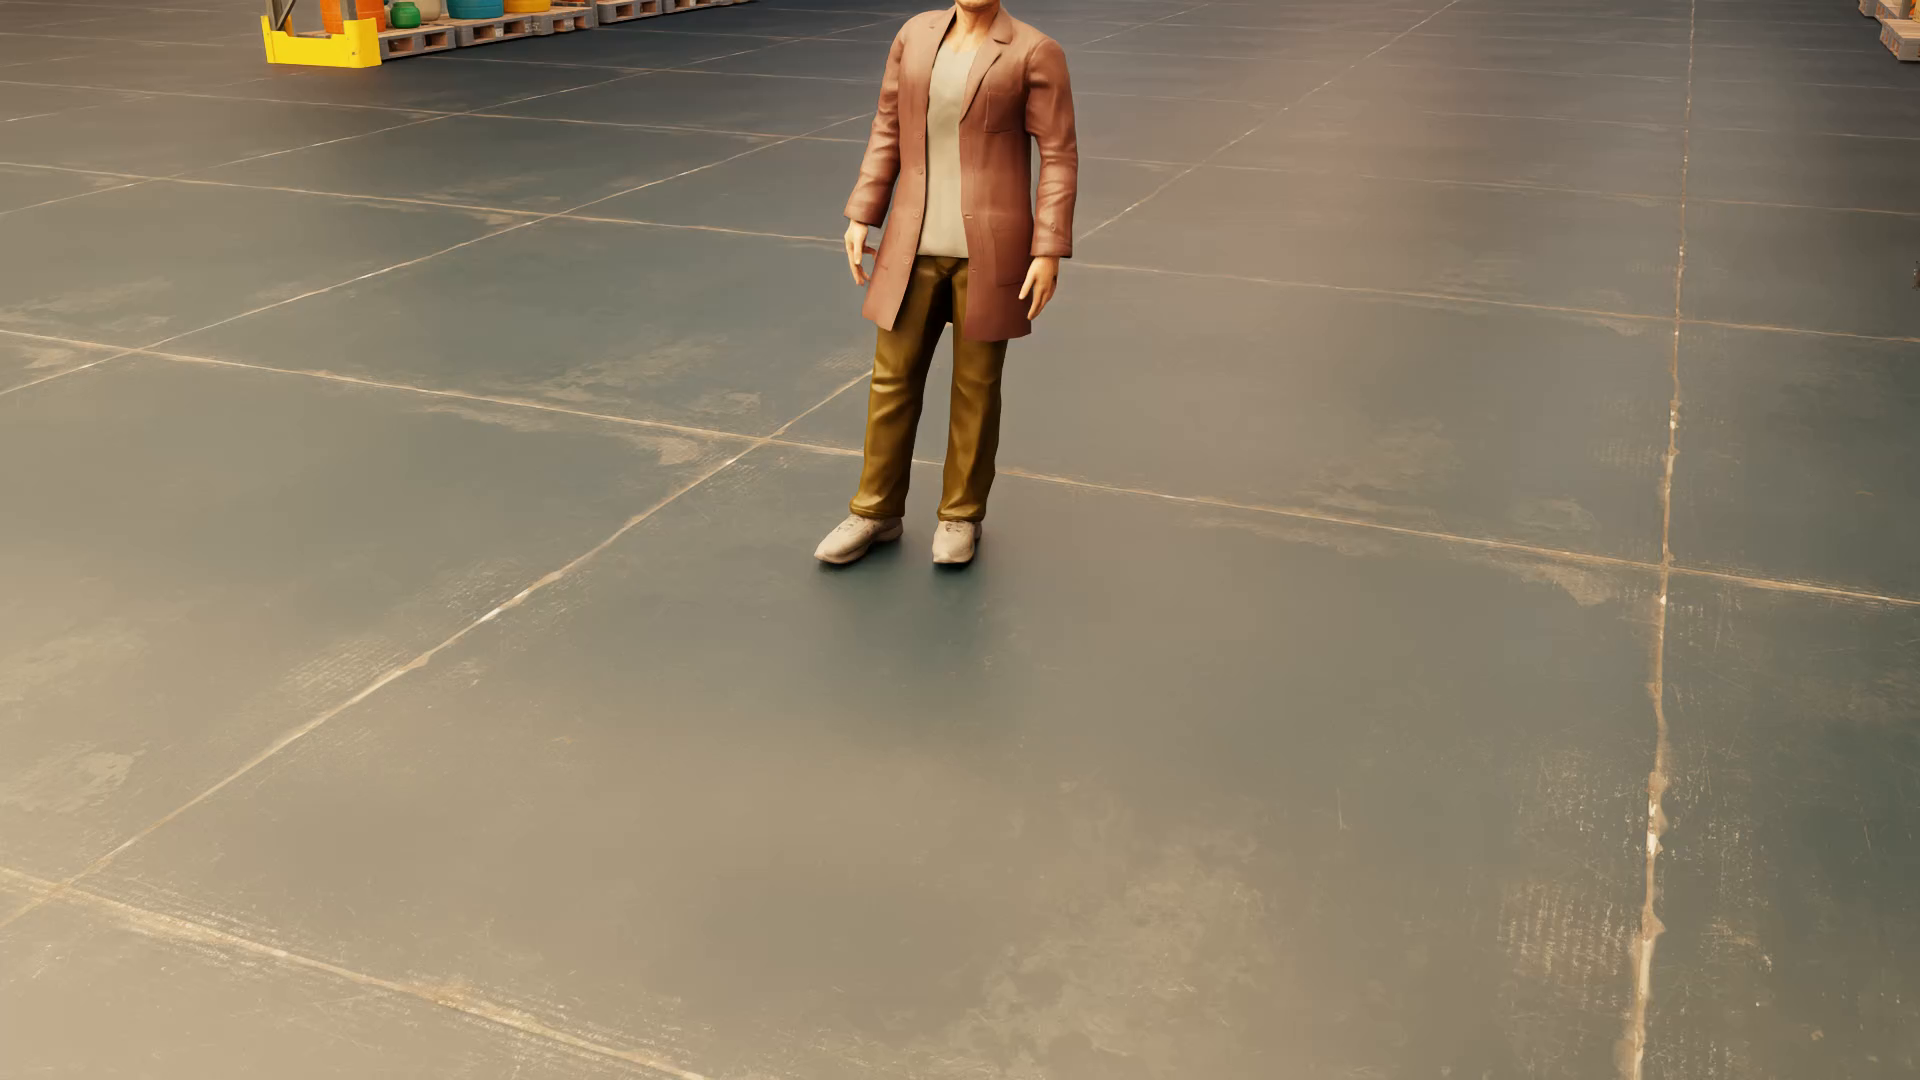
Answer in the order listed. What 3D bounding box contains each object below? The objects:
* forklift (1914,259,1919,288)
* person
[{"bbox_3d":[5.983,-2.561,7.418,3.031,2.935,1.130,-11,25,-25],"label":"forklift"},{"bbox_3d":[-0.039,-0.795,4.672,0.696,1.775,0.582,9,24,21],"label":"person"}]
